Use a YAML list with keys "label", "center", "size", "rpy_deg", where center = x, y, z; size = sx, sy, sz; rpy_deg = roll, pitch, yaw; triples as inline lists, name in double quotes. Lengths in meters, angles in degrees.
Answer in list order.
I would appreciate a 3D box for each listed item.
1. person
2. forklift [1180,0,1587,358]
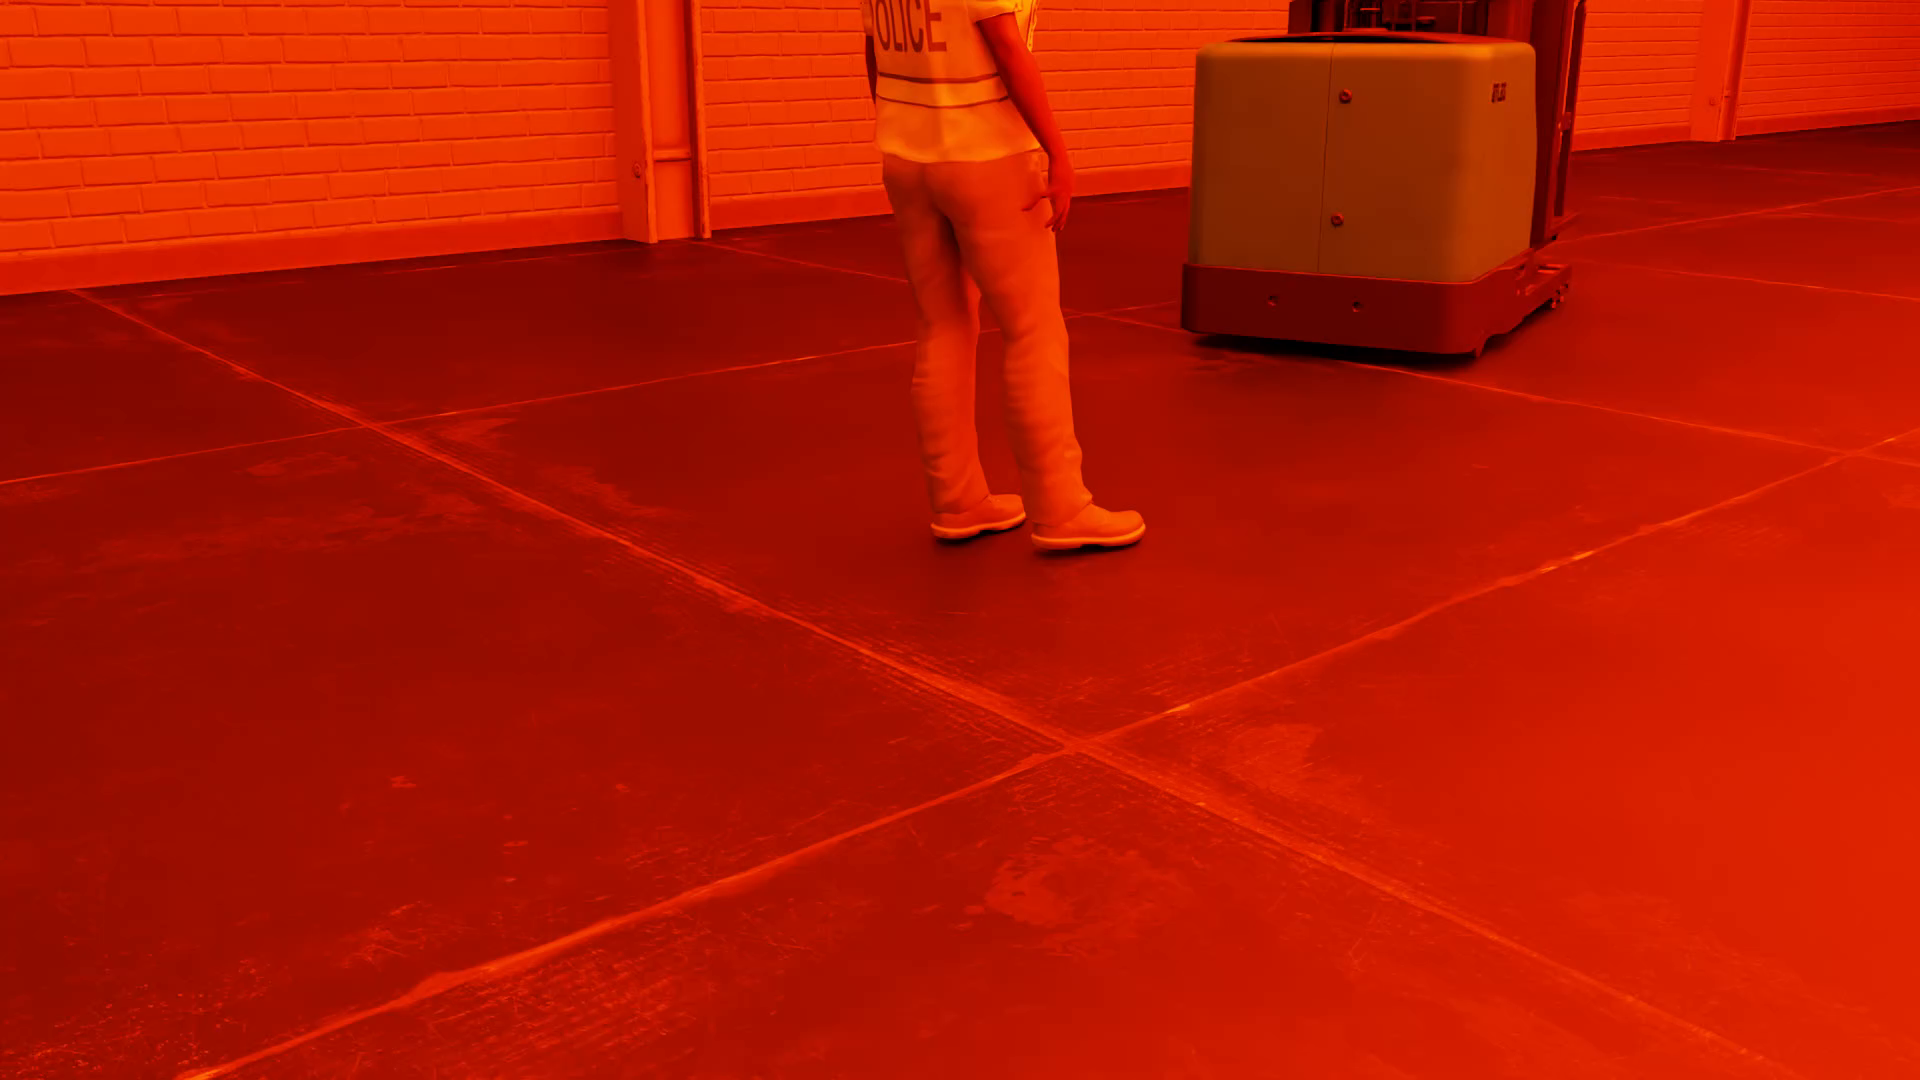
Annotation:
- label: "person"
  center: [0.070, -0.826, 3.626]
  size: [0.528, 1.697, 0.570]
  rpy_deg: [-14, 22, -38]
- label: "forklift"
  center: [1.959, -2.417, 6.666]
  size: [1.130, 2.935, 3.031]
  rpy_deg: [9, 20, 27]
